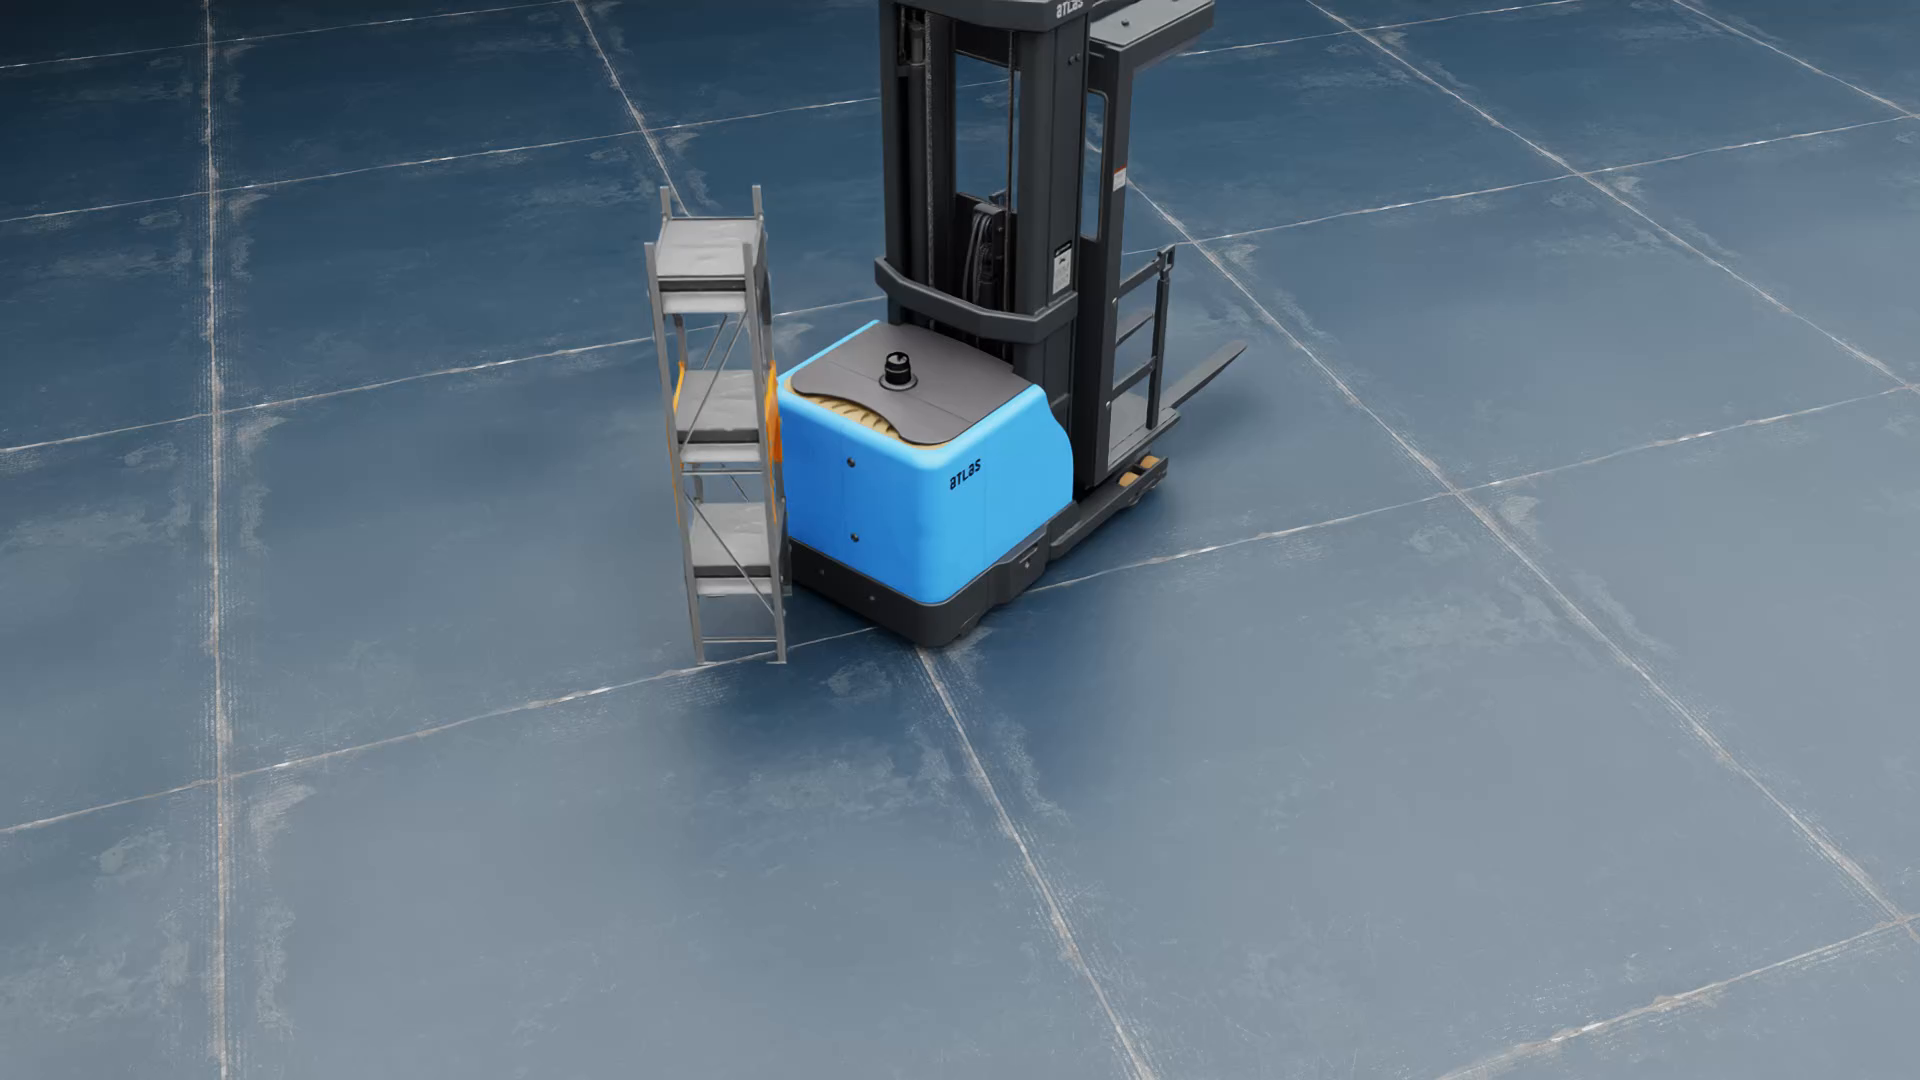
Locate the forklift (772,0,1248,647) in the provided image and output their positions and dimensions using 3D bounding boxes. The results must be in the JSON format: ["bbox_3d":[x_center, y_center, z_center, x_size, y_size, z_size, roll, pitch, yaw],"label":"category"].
[{"bbox_3d":[0.419,-1.515,7.825,1.130,2.935,3.031,25,44,30],"label":"forklift"}]

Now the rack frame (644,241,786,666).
[{"bbox_3d":[-0.984,-0.277,6.873,0.400,2.100,0.015,-1,37,-1],"label":"rack frame"}]

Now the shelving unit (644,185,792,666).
[{"bbox_3d":[-0.990,-0.424,7.068,0.431,2.100,0.503,-1,37,-1],"label":"shelving unit"}]

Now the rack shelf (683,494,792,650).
[{"bbox_3d":[-0.990,0.146,7.497,0.431,0.518,0.480,-1,37,-1],"label":"rack shelf"}]

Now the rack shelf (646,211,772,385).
[{"bbox_3d":[-0.990,-0.972,6.655,0.431,0.518,0.480,-1,37,-1],"label":"rack shelf"}]

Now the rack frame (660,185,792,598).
[{"bbox_3d":[-0.996,-0.571,7.263,0.400,2.100,0.015,-1,37,-1],"label":"rack frame"}]

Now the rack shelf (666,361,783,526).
[{"bbox_3d":[-0.990,-0.413,7.076,0.431,0.518,0.480,-1,37,-1],"label":"rack shelf"}]
